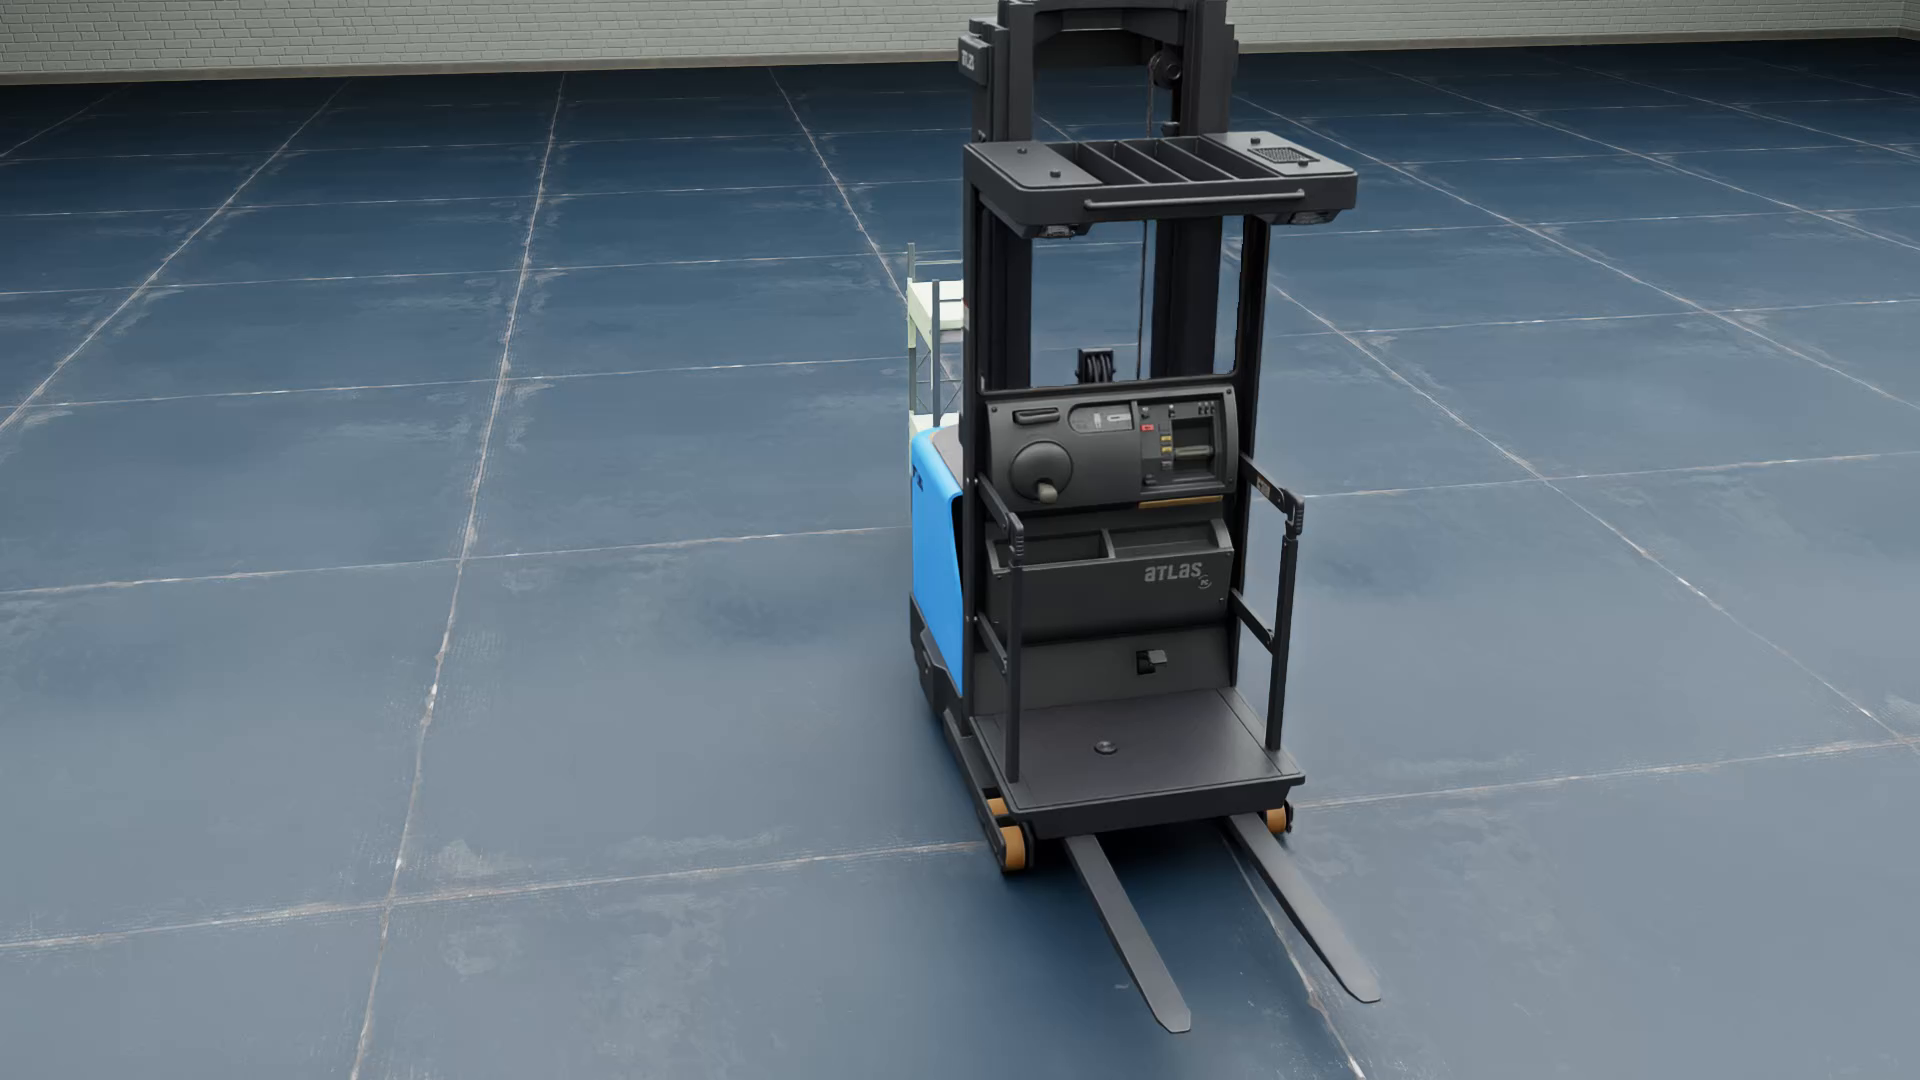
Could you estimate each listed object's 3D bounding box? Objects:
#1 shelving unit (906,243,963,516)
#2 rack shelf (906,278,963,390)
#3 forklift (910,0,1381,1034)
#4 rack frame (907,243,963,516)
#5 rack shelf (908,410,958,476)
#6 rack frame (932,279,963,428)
[{"bbox_3d":[-0.001,-0.690,8.456,0.431,1.500,0.755,-4,24,-10],"label":"shelving unit"},{"bbox_3d":[-0.001,-1.048,8.300,0.431,0.370,0.720,-4,24,-10],"label":"rack shelf"},{"bbox_3d":[0.606,-0.312,5.802,1.130,2.935,3.031,-5,24,-12],"label":"forklift"},{"bbox_3d":[-0.069,-0.834,8.785,0.400,1.500,0.023,-4,24,-10],"label":"rack frame"},{"bbox_3d":[-0.001,-0.391,8.586,0.431,0.370,0.720,-4,24,-10],"label":"rack shelf"},{"bbox_3d":[0.066,-0.546,8.126,0.400,1.500,0.023,-4,24,-10],"label":"rack frame"}]
